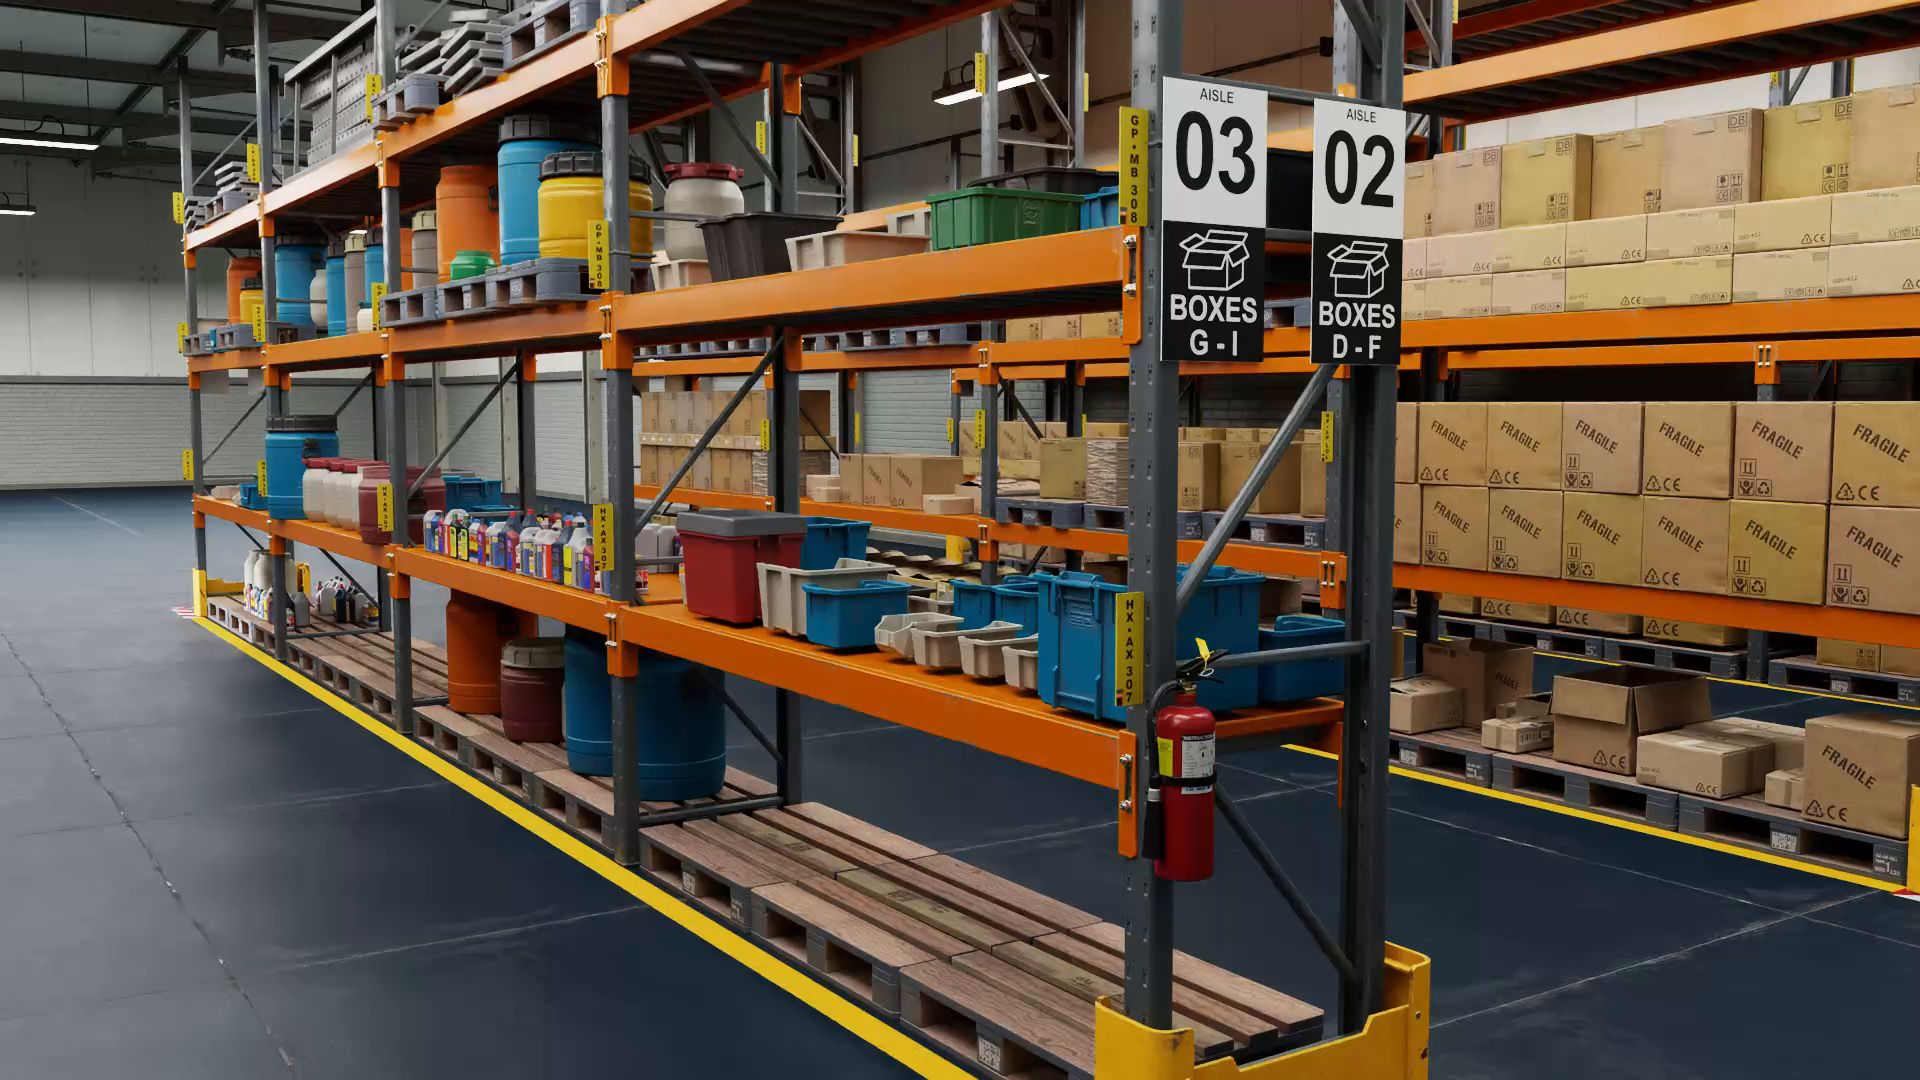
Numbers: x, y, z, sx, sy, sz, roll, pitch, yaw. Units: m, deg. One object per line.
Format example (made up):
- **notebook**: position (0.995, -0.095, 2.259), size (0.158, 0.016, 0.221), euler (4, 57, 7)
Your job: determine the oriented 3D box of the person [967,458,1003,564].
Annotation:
- **person**: position (0.322, -0.114, 18.876), size (0.592, 1.746, 0.501), euler (-3, 6, -35)
